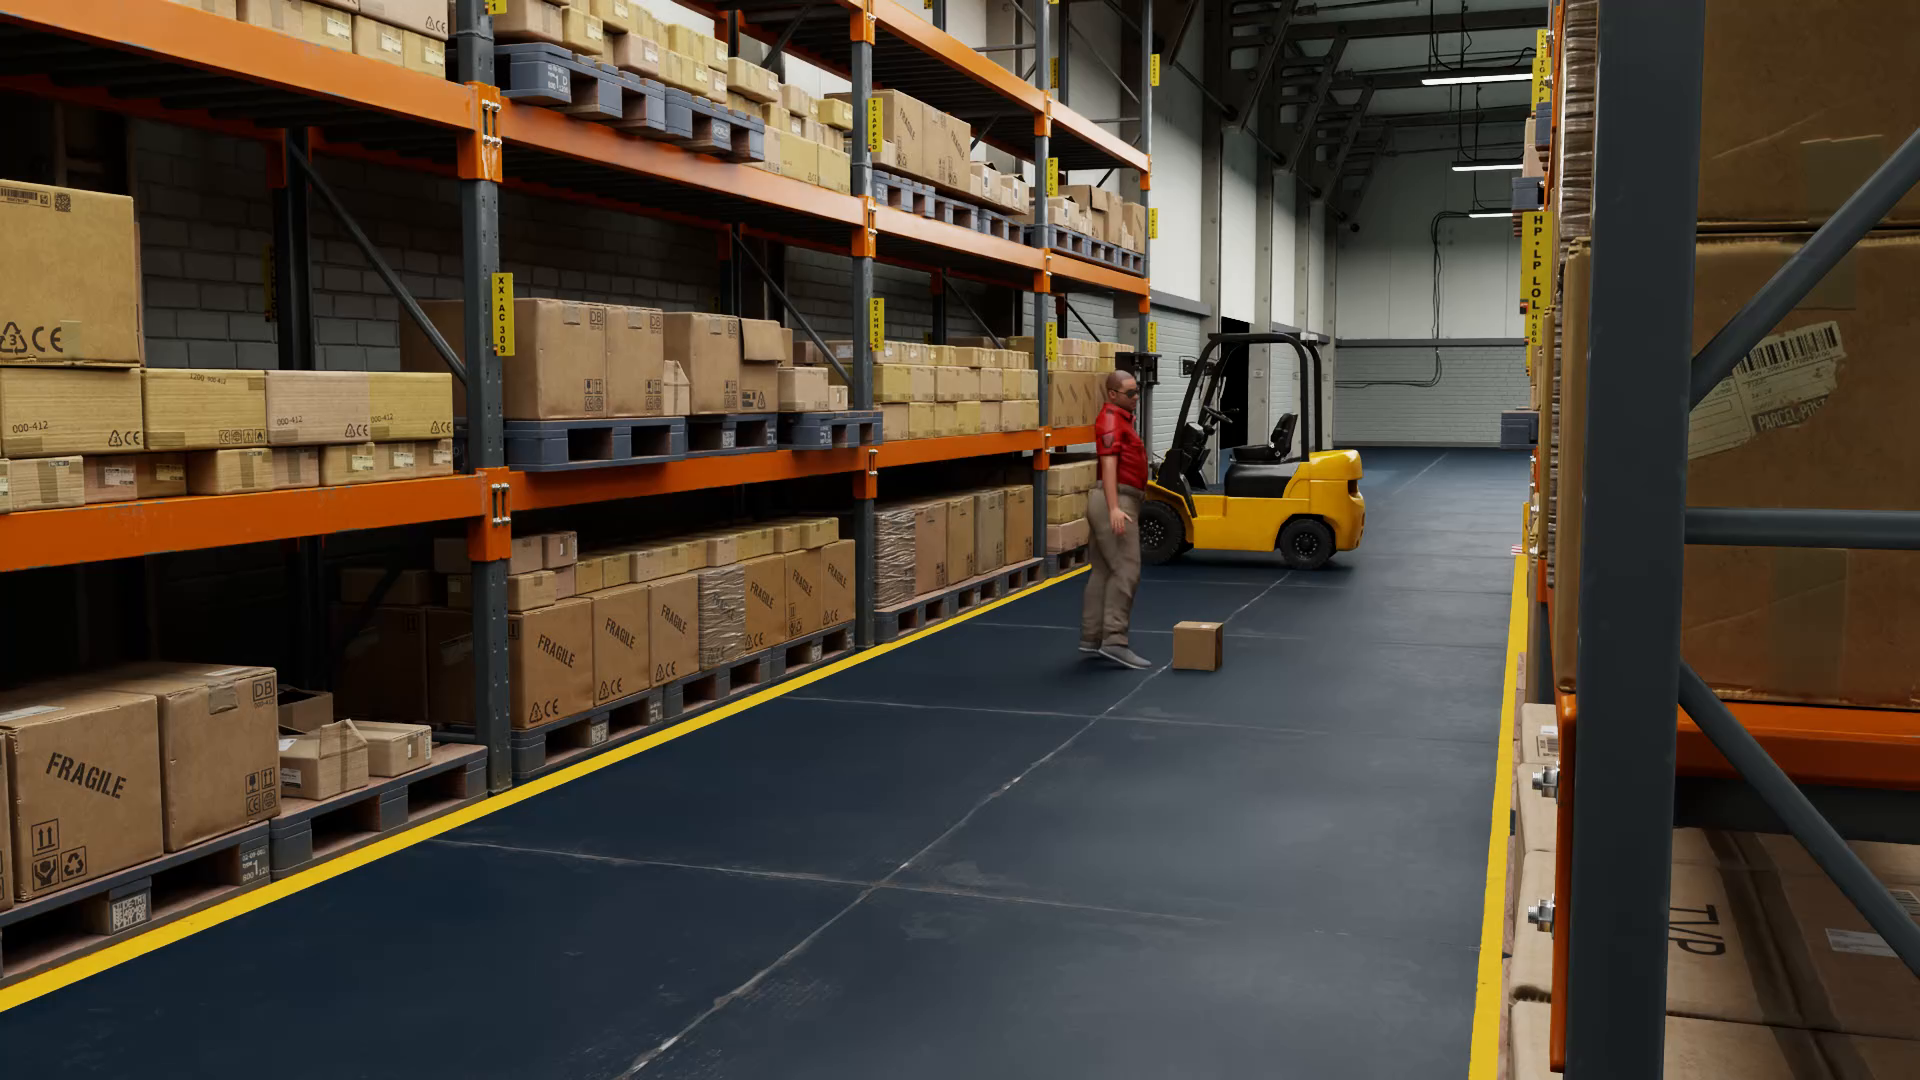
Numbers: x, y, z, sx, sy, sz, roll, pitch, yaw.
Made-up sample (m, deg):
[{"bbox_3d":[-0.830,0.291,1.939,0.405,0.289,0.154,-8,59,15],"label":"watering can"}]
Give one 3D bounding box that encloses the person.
[{"bbox_3d":[0.928,-0.125,9.905,0.435,1.766,0.689,0,5,4],"label":"person"}]
